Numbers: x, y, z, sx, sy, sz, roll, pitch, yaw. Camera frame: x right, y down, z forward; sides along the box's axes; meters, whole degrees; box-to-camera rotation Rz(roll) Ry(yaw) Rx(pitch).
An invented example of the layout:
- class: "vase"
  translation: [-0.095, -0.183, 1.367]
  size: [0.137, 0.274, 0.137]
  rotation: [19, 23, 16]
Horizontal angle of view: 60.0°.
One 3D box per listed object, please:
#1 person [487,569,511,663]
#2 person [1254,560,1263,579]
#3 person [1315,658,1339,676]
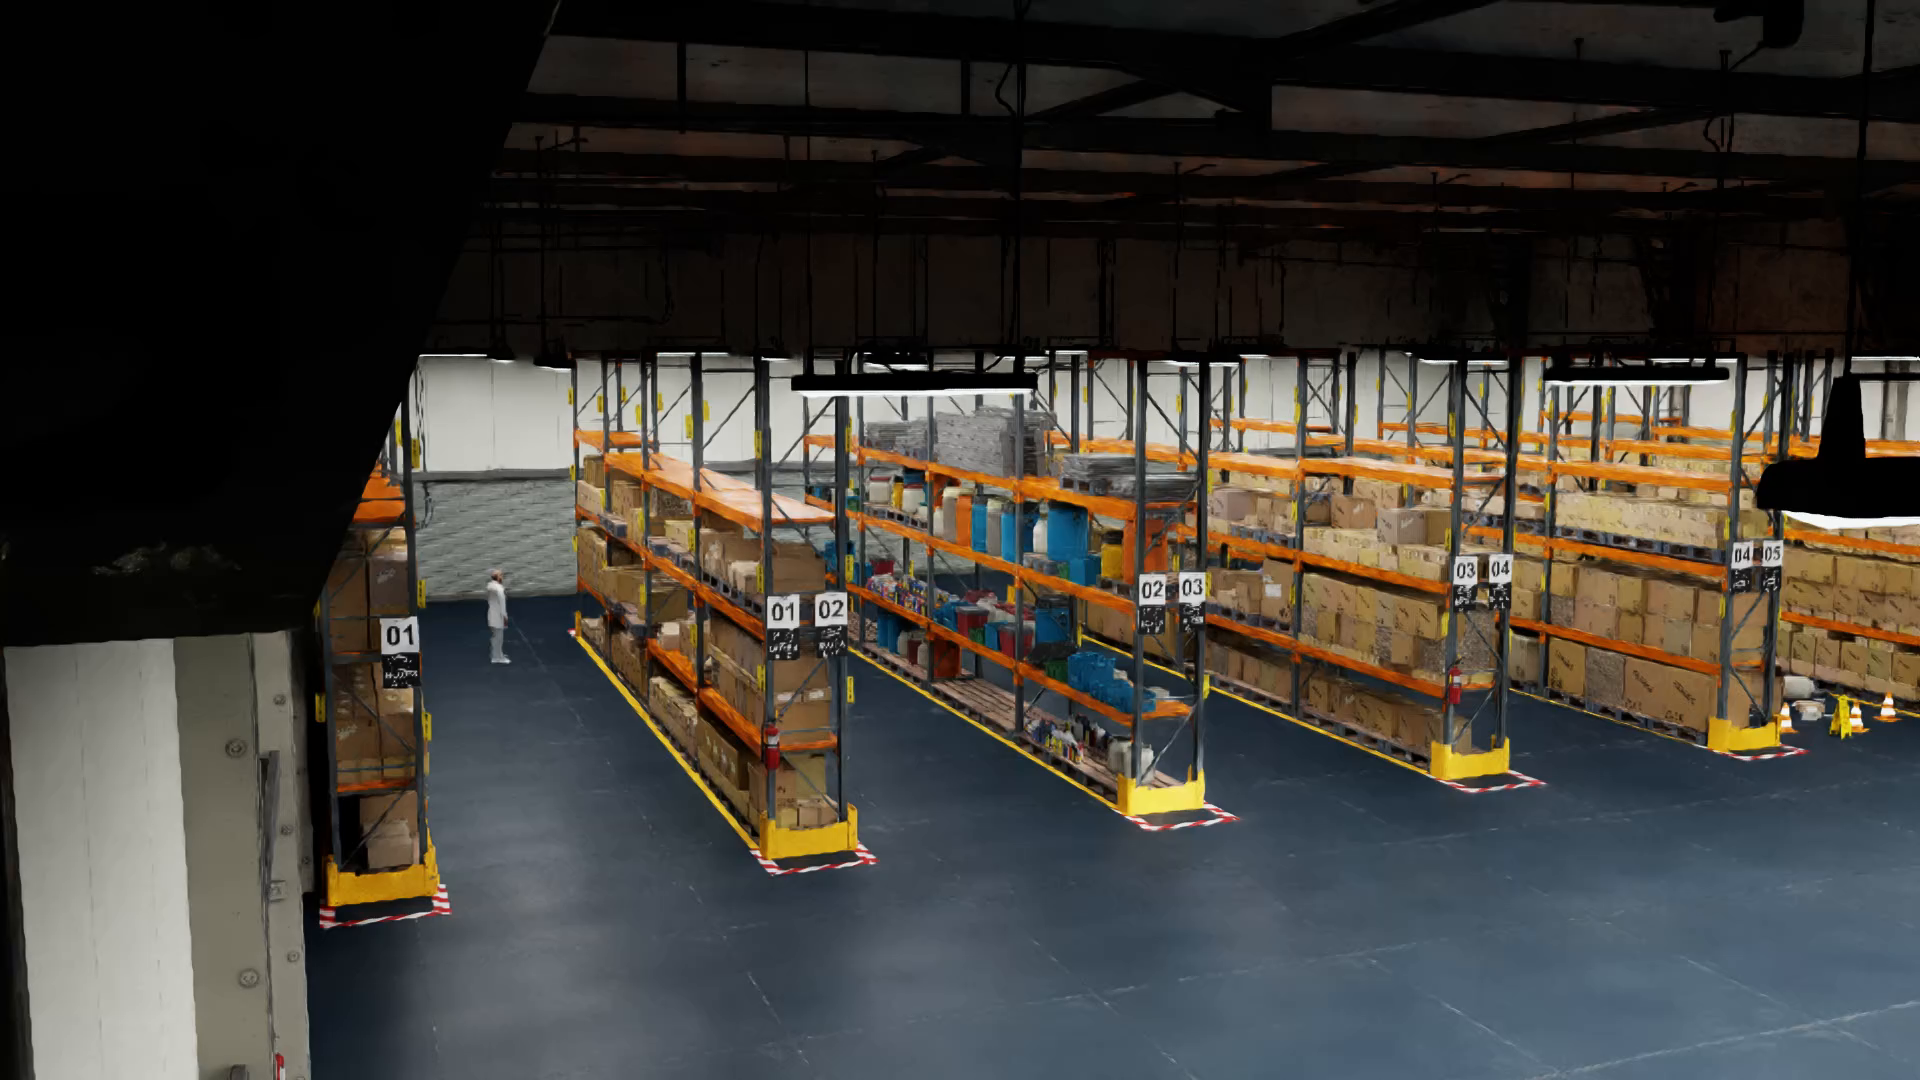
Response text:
- class: "person"
  translation: [-8.887, 1.445, 32.056]
  size: [0.448, 1.782, 0.678]
  rotation: [-6, 9, -39]
- class: "person"
  translation: [6.384, 1.166, 35.288]
  size: [0.625, 1.596, 0.517]
  rotation: [-3, 8, -23]
- class: "person"
  translation: [6.888, 1.700, 30.842]
  size: [0.447, 1.571, 1.078]
  rotation: [-3, 8, -22]
